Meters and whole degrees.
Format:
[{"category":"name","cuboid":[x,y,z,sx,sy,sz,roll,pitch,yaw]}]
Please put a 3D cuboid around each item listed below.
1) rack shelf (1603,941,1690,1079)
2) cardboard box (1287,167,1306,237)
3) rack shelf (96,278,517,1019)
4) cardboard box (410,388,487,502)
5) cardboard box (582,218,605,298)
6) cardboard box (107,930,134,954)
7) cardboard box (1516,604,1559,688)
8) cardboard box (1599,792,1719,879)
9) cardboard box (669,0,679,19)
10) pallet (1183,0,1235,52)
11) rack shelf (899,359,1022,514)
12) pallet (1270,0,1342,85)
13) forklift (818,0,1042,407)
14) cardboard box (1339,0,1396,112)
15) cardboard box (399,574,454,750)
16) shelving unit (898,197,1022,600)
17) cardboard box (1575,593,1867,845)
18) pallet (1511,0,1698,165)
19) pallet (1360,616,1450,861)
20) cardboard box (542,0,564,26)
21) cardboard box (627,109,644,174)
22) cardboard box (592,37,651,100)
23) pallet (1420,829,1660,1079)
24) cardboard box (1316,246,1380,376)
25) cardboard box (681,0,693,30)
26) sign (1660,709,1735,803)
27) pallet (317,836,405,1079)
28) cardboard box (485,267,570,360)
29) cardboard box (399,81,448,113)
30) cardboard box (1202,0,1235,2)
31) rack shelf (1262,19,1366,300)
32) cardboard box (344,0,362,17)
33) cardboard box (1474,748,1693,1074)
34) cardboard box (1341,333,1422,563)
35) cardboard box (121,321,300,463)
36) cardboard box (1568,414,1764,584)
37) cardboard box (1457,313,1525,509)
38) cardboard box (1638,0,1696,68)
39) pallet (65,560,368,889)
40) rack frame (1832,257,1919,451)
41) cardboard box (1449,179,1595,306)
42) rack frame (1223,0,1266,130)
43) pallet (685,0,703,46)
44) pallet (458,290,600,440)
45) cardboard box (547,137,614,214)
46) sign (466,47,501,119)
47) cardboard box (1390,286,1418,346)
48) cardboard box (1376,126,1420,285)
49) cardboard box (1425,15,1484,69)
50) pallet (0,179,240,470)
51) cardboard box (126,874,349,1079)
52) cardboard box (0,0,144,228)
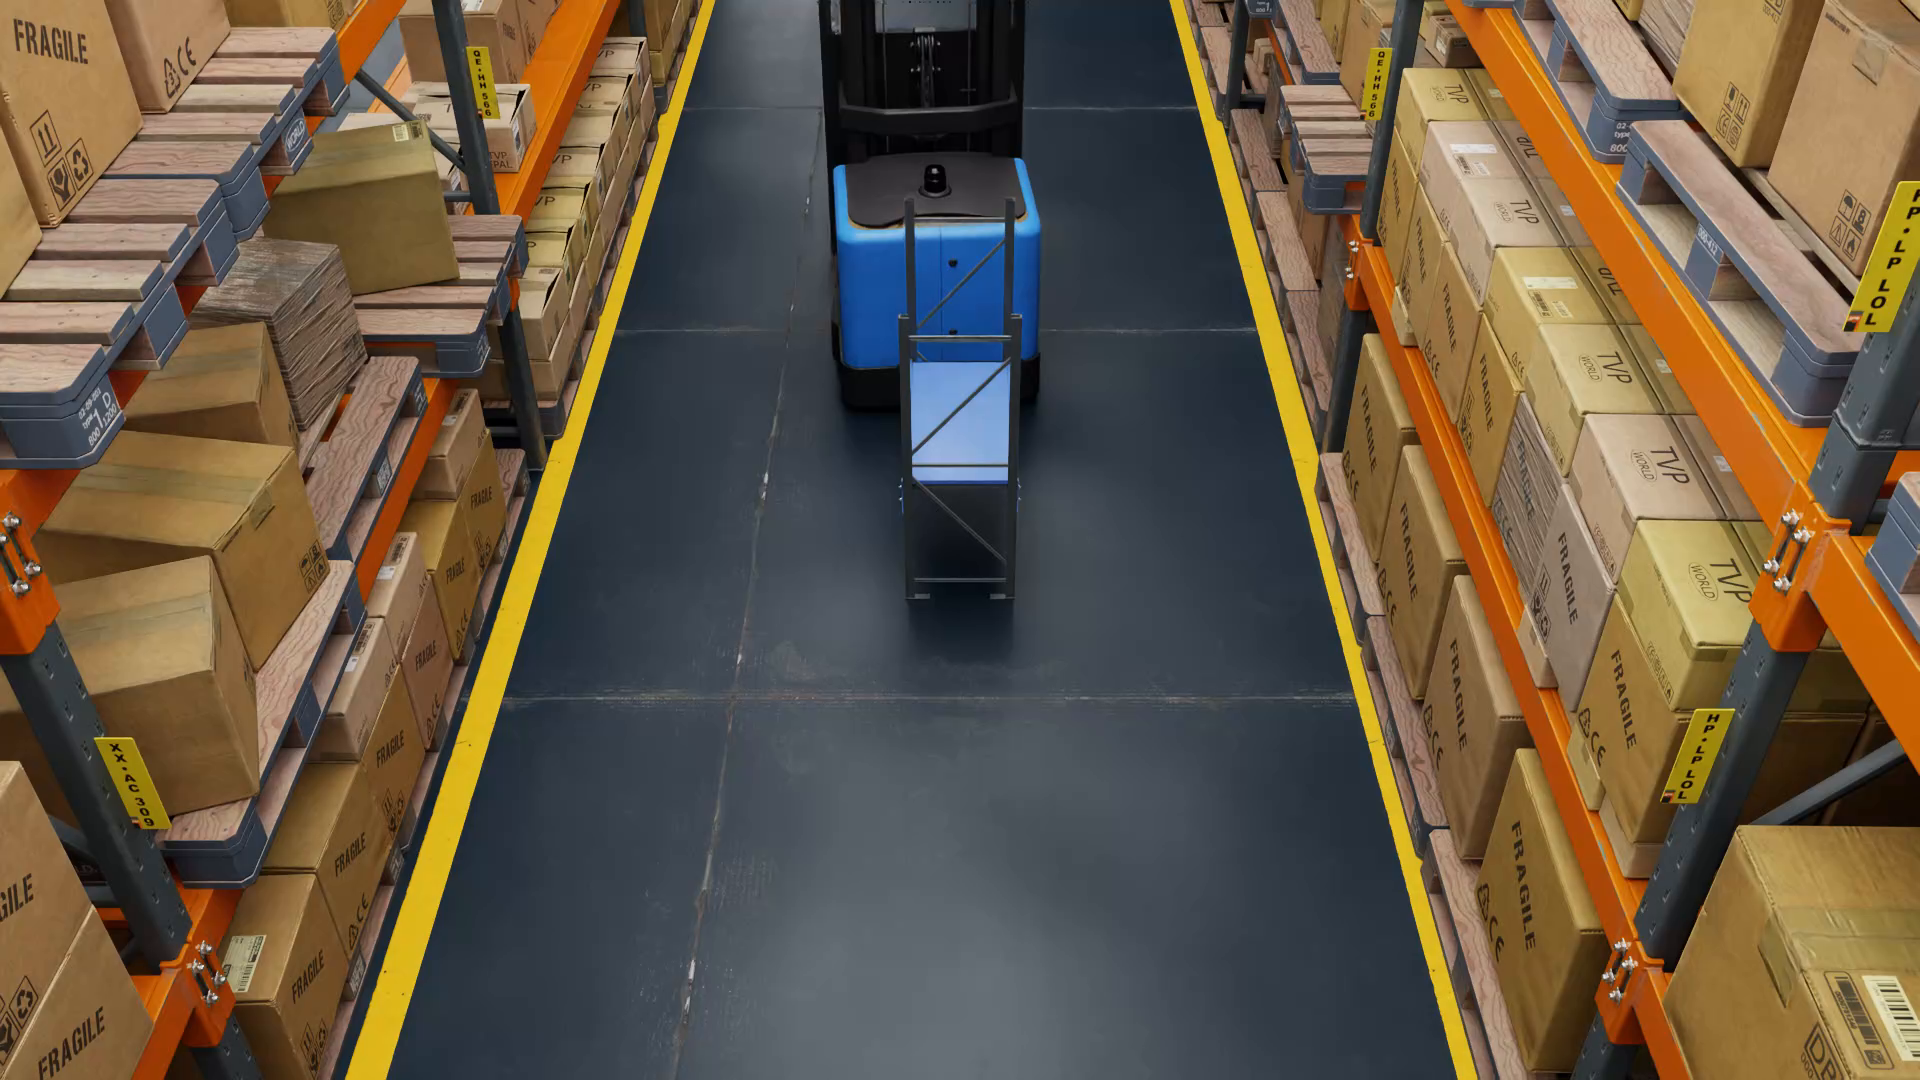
[{"category":"rack shelf","cuboid":[2.351,2.478,3.080,1.077,0.370,4.000,0,39,0]},{"category":"cardboard box","cuboid":[2.368,-2.150,9.927,0.700,0.500,0.500,0,39,0]},{"category":"rack shelf","cuboid":[-2.607,-0.018,6.194,1.077,0.370,4.000,0,39,0]},{"category":"cardboard box","cuboid":[-2.369,-0.418,7.166,0.500,0.250,0.500,1,39,2]},{"category":"cardboard box","cuboid":[-2.324,-1.607,9.466,0.500,0.250,0.500,-1,39,-1]},{"category":"cardboard box","cuboid":[-2.892,1.448,5.438,0.500,0.500,0.500,0,39,0]},{"category":"cardboard box","cuboid":[2.027,0.340,5.357,0.380,0.149,0.250,0,39,0]},{"category":"cardboard box","cuboid":[2.066,0.825,4.752,0.380,0.149,0.250,0,39,0]},{"category":"cardboard box","cuboid":[-2.310,-4.037,11.898,0.500,0.500,0.500,0,39,0]},{"category":"pallet","cuboid":[2.300,-4.153,13.009,1.003,0.211,1.213,0,39,0]},{"category":"rack shelf","cuboid":[0.000,-0.498,7.706,0.538,0.185,1.000,0,39,0]},{"category":"pallet","cuboid":[2.301,-2.718,9.142,1.003,0.211,1.213,0,39,0]},{"category":"forklift","cuboid":[-0.222,-2.752,9.085,1.130,2.935,3.031,-3,39,-4]},{"category":"cardboard box","cuboid":[2.306,-2.409,8.171,0.700,0.500,0.500,-3,39,-4]},{"category":"cardboard box","cuboid":[-2.366,0.491,6.631,0.500,0.500,0.500,-1,39,-2]},{"category":"shelving unit","cuboid":[0.000,-0.639,7.593,0.538,1.500,1.048,0,39,0]},{"category":"cardboard box","cuboid":[2.097,0.495,4.646,0.500,0.500,0.500,-1,39,-1]},{"category":"pallet","cuboid":[2.403,-1.550,5.283,1.003,0.211,1.213,2,39,2]},{"category":"pallet","cuboid":[2.269,0.787,6.845,1.003,0.211,1.213,0,39,0]},{"category":"cardboard box","cuboid":[-2.629,-3.280,9.610,0.500,0.500,0.500,3,39,3]},{"category":"cardboard box","cuboid":[-2.325,-2.566,10.662,0.500,0.250,0.500,-1,39,-1]},{"category":"cardboard box","cuboid":[-2.327,-3.107,10.889,0.500,0.311,0.500,0,39,0]},{"category":"pallet","cuboid":[2.273,1.552,5.890,1.003,0.211,1.213,0,39,0]},{"category":"cardboard box","cuboid":[2.292,-1.202,8.743,0.700,0.500,0.500,0,39,1]},{"category":"cardboard box","cuboid":[-2.302,-4.057,12.523,0.500,0.250,0.500,0,39,0]},{"category":"sign","cuboid":[1.807,0.532,4.071,0.100,0.325,0.005,0,39,0]},{"category":"pallet","cuboid":[-2.643,1.532,5.915,1.003,0.211,1.213,0,39,0]},{"category":"cardboard box","cuboid":[-2.316,-1.187,8.492,0.500,0.311,0.500,1,39,1]},{"category":"cardboard box","cuboid":[-2.667,-2.249,8.604,0.380,0.149,0.250,3,39,3]},{"category":"cardboard box","cuboid":[2.198,-4.506,12.867,0.700,0.500,0.500,-2,39,-3]},{"category":"rack shelf","cuboid":[2.342,-2.525,9.323,1.077,0.370,4.000,0,39,0]},{"category":"cardboard box","cuboid":[-2.574,-2.167,5.822,0.910,0.500,0.500,0,39,0]},{"category":"cardboard box","cuboid":[2.218,1.215,5.464,0.750,0.750,0.750,0,39,0]},{"category":"cardboard box","cuboid":[2.214,-0.420,7.504,0.750,0.750,0.750,-1,39,-1]},{"category":"cardboard box","cuboid":[-2.668,-0.356,5.625,0.700,0.500,0.500,-9,40,-11]},{"category":"cardboard box","cuboid":[2.102,-0.121,4.814,0.500,0.250,0.500,1,39,1]},{"category":"cardboard box","cuboid":[2.088,-0.451,5.825,0.500,0.500,0.500,1,39,1]},{"category":"cardboard box","cuboid":[2.456,-1.647,4.821,0.700,0.500,0.500,0,39,0]},{"category":"pallet","cuboid":[-2.496,0.527,5.092,1.003,0.211,1.213,0,39,0]},{"category":"rack frame","cuboid":[2.349,-1.395,2.540,1.000,3.000,0.127,0,39,0]},{"category":"cardboard box","cuboid":[2.093,-1.078,6.008,0.500,0.250,0.500,0,39,0]},{"category":"rack frame","cuboid":[2.340,-4.057,10.659,1.000,3.000,0.127,0,39,0]},{"category":"pallet","cuboid":[-2.577,-4.225,13.098,1.003,0.211,1.213,0,39,0]},{"category":"pallet","cuboid":[-2.571,-0.976,9.045,1.003,0.211,1.213,0,39,0]},{"category":"cardboard box","cuboid":[-2.325,-2.156,9.701,0.500,0.311,0.500,0,39,-1]},{"category":"sign","cuboid":[-2.066,-1.976,7.201,0.100,0.325,0.005,0,39,0]},{"category":"cardboard box","cuboid":[2.021,-0.935,6.949,0.380,0.149,0.250,1,39,1]},{"category":"cardboard box","cuboid":[2.089,-1.414,7.028,0.500,0.500,0.500,1,39,1]},{"category":"cardboard box","cuboid":[2.314,-2.235,7.435,0.380,0.149,0.250,-5,39,-6]},{"category":"pallet","cuboid":[-2.535,-0.553,4.038,1.213,0.211,1.003,0,39,0]},{"category":"cardboard box","cuboid":[-2.361,1.453,5.431,0.500,0.500,0.500,-2,39,-2]},{"category":"cardboard box","cuboid":[-2.555,-1.193,4.192,0.600,0.600,0.600,0,39,-1]}]
